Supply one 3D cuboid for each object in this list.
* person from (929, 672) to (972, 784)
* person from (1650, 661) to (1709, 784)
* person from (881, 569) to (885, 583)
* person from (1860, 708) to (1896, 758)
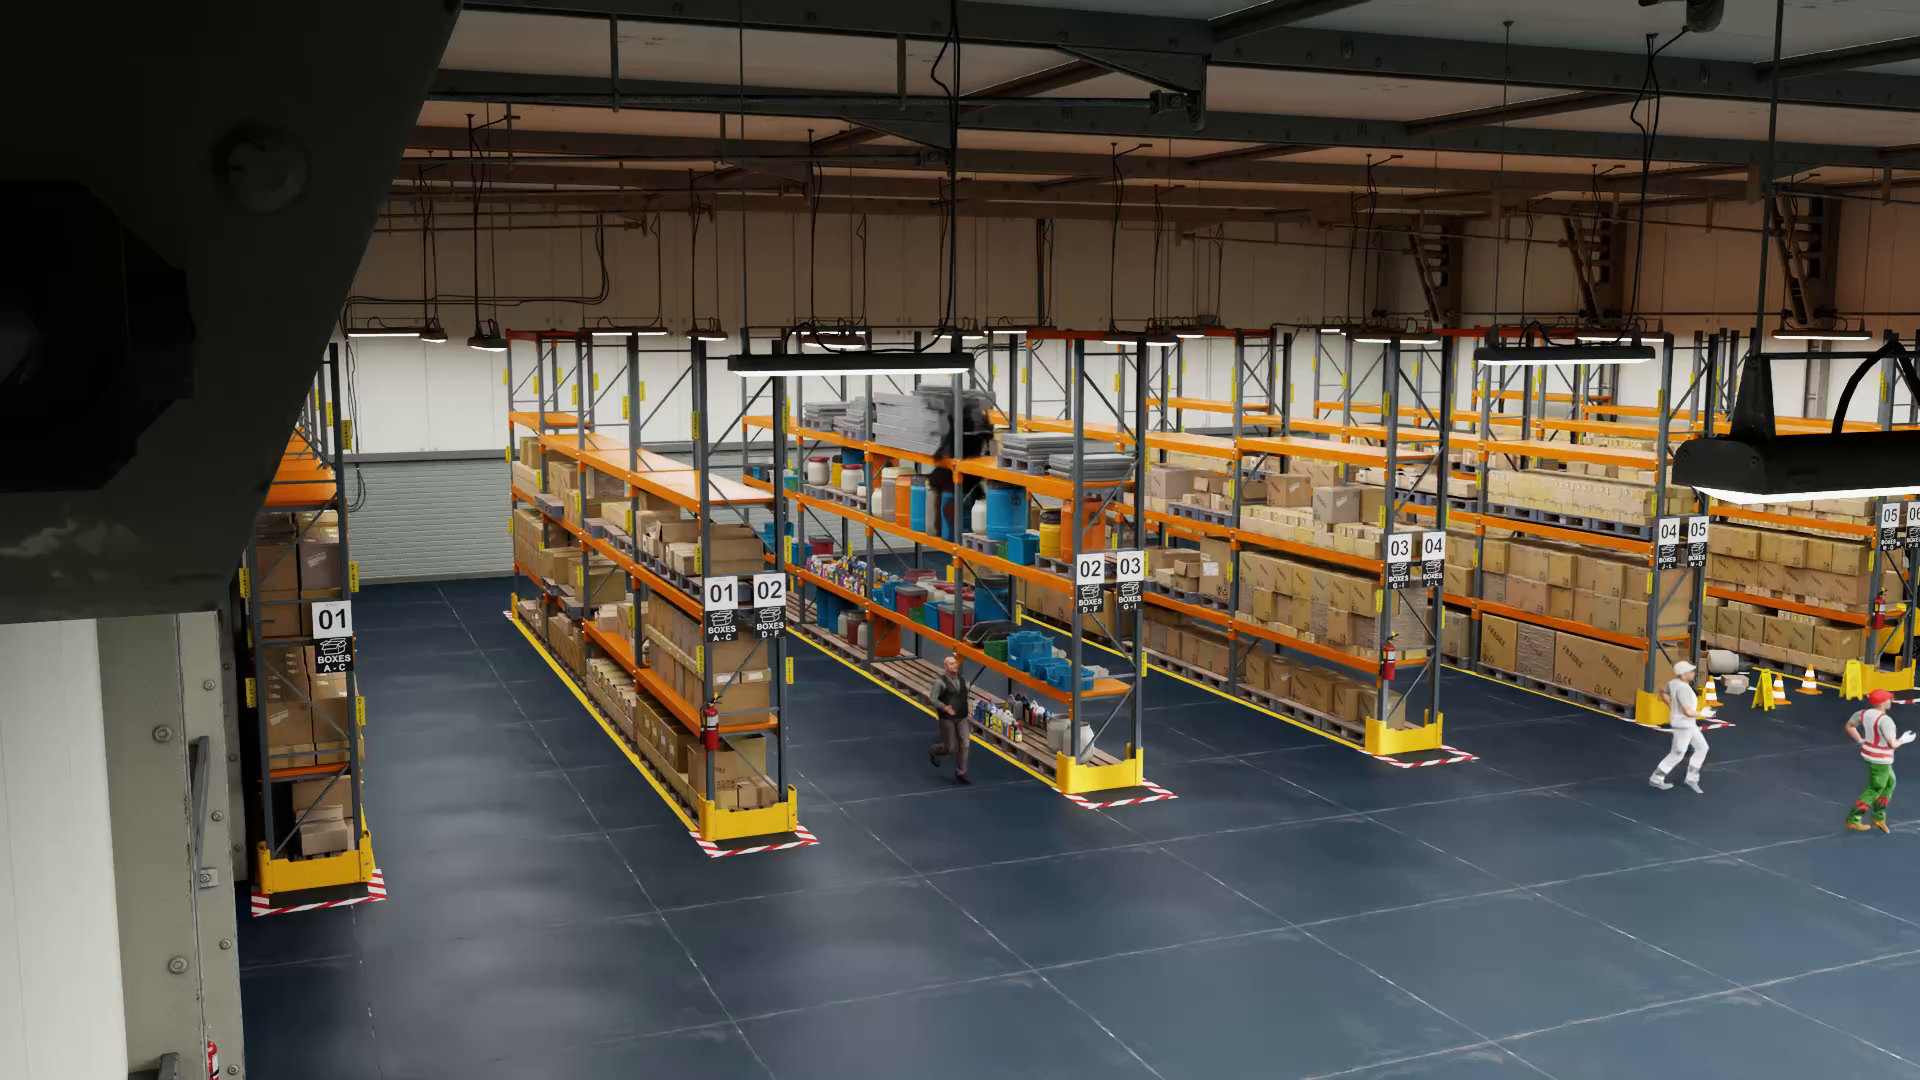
[{"bbox_3d":[-0.098,2.527,22.630,0.663,1.479,0.832,-5,9,-33],"label":"person"},{"bbox_3d":[9.547,2.408,21.994,0.708,1.658,0.417,3,8,19],"label":"person"},{"bbox_3d":[9.301,2.098,25.590,23.754,1.610,5.537,2,8,15],"label":"person"},{"bbox_3d":[11.137,2.339,20.168,0.341,0.558,0.410,1,8,5],"label":"person"}]
